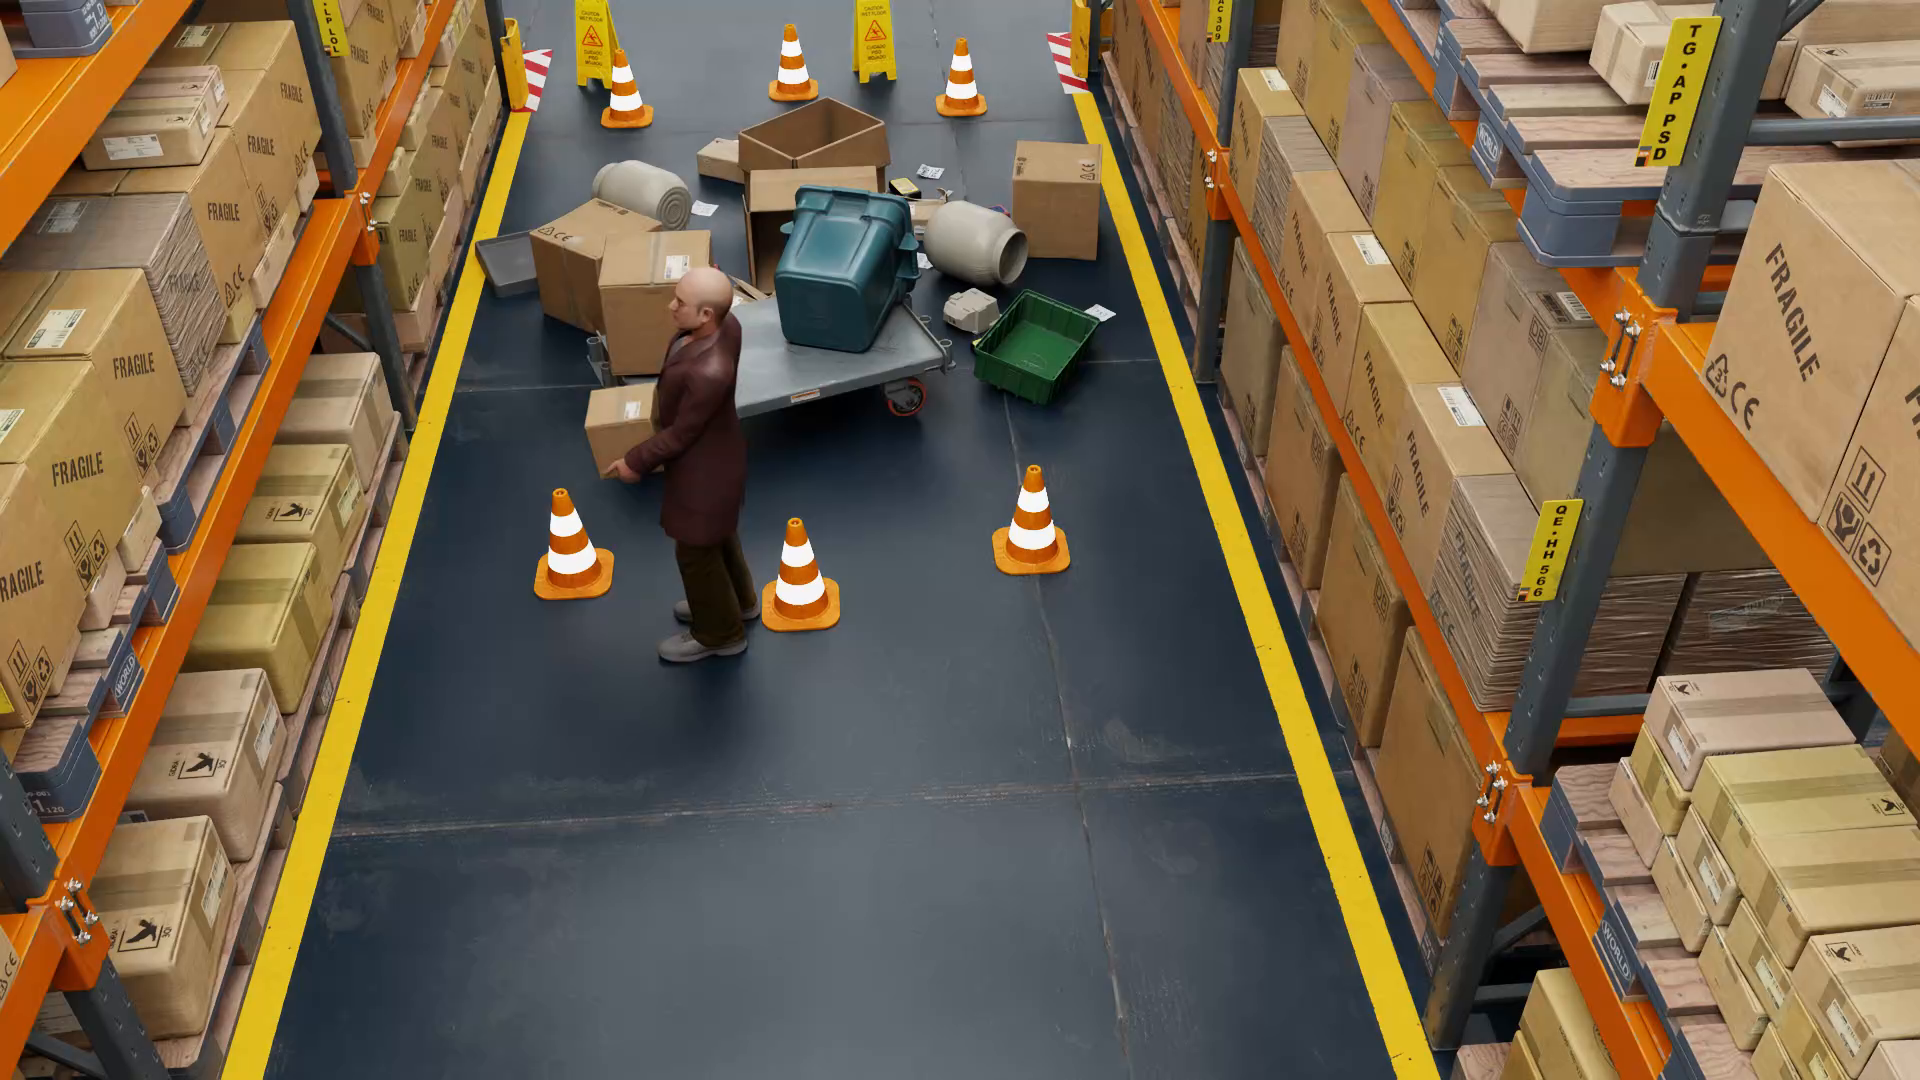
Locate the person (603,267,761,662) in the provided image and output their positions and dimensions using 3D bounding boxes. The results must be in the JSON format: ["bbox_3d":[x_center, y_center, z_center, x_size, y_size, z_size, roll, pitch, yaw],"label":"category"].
[{"bbox_3d":[-1.095,-0.281,6.522,0.555,1.770,0.528,-2,39,-3],"label":"person"}]
